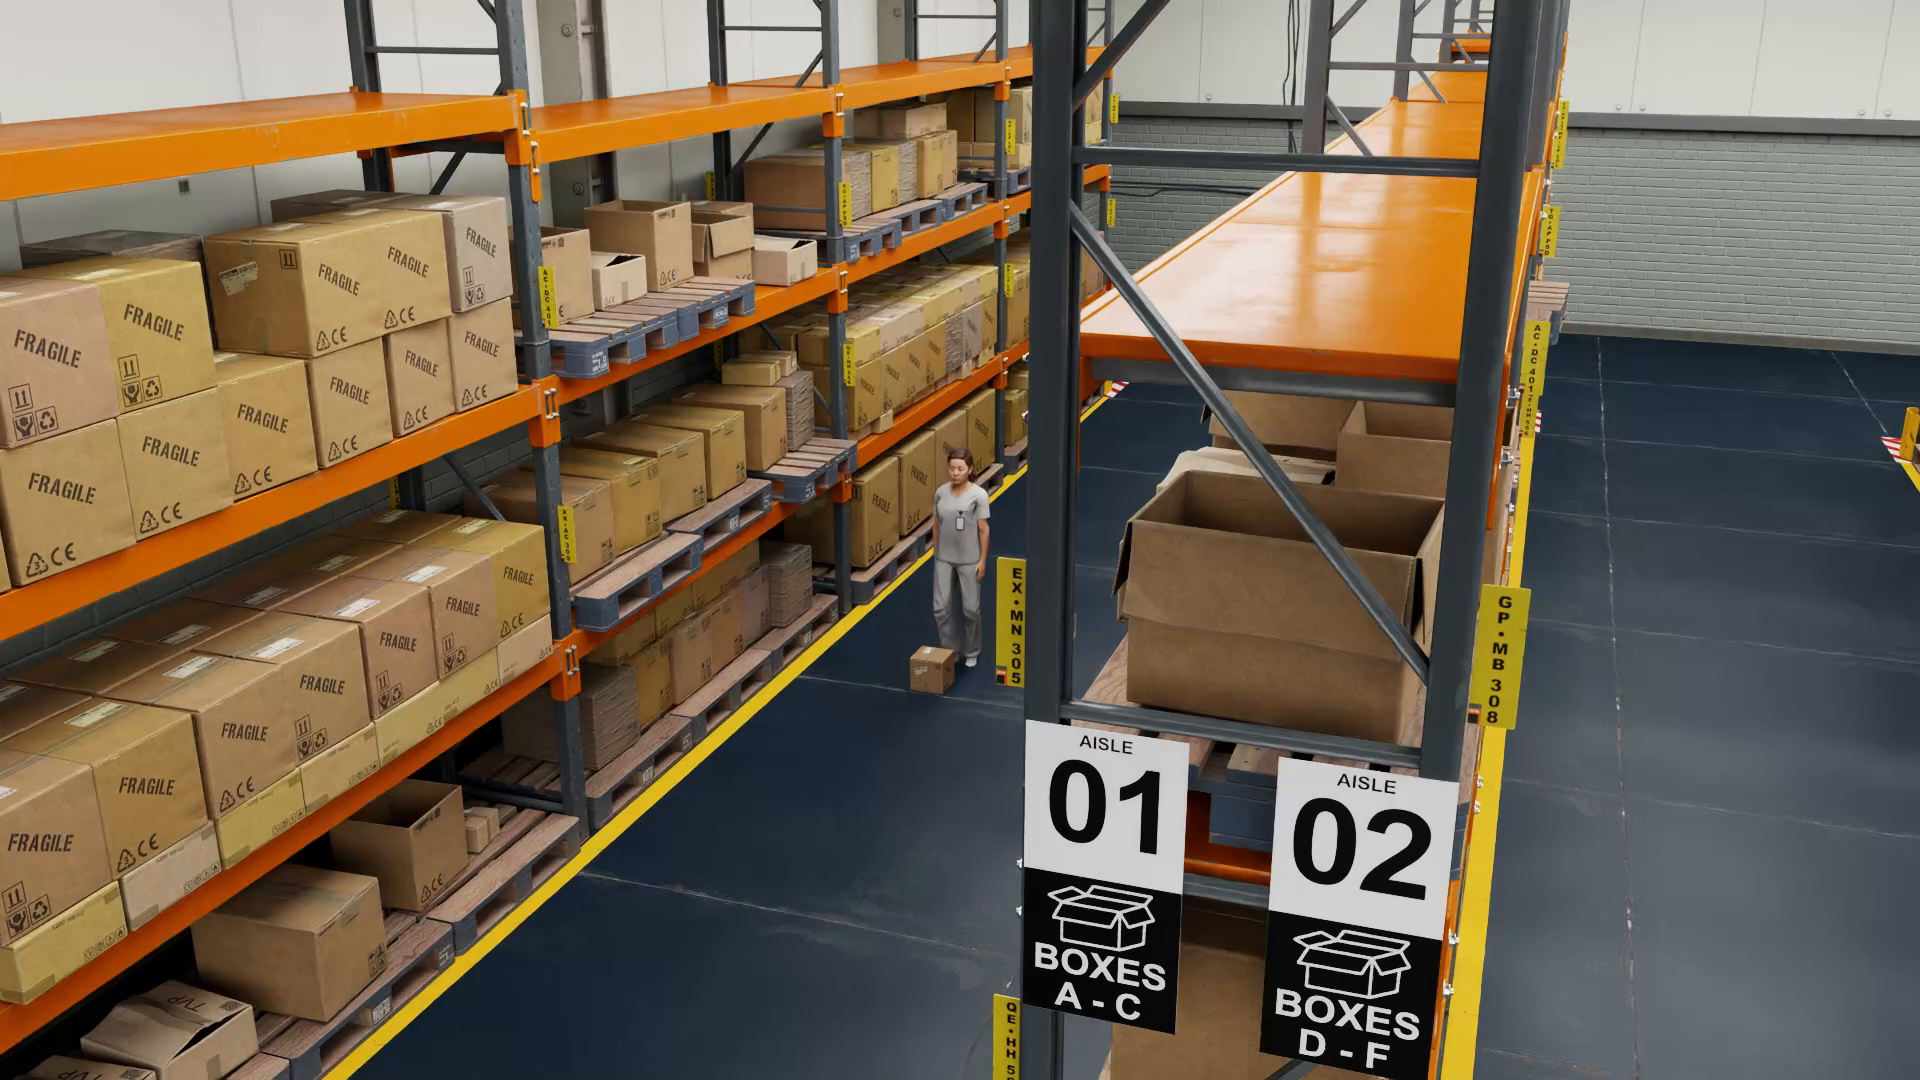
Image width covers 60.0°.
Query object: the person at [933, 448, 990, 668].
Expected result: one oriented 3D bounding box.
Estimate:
[{"bbox_3d":[-0.006,0.169,12.185,0.451,1.707,0.422,7,20,20],"label":"person"}]
